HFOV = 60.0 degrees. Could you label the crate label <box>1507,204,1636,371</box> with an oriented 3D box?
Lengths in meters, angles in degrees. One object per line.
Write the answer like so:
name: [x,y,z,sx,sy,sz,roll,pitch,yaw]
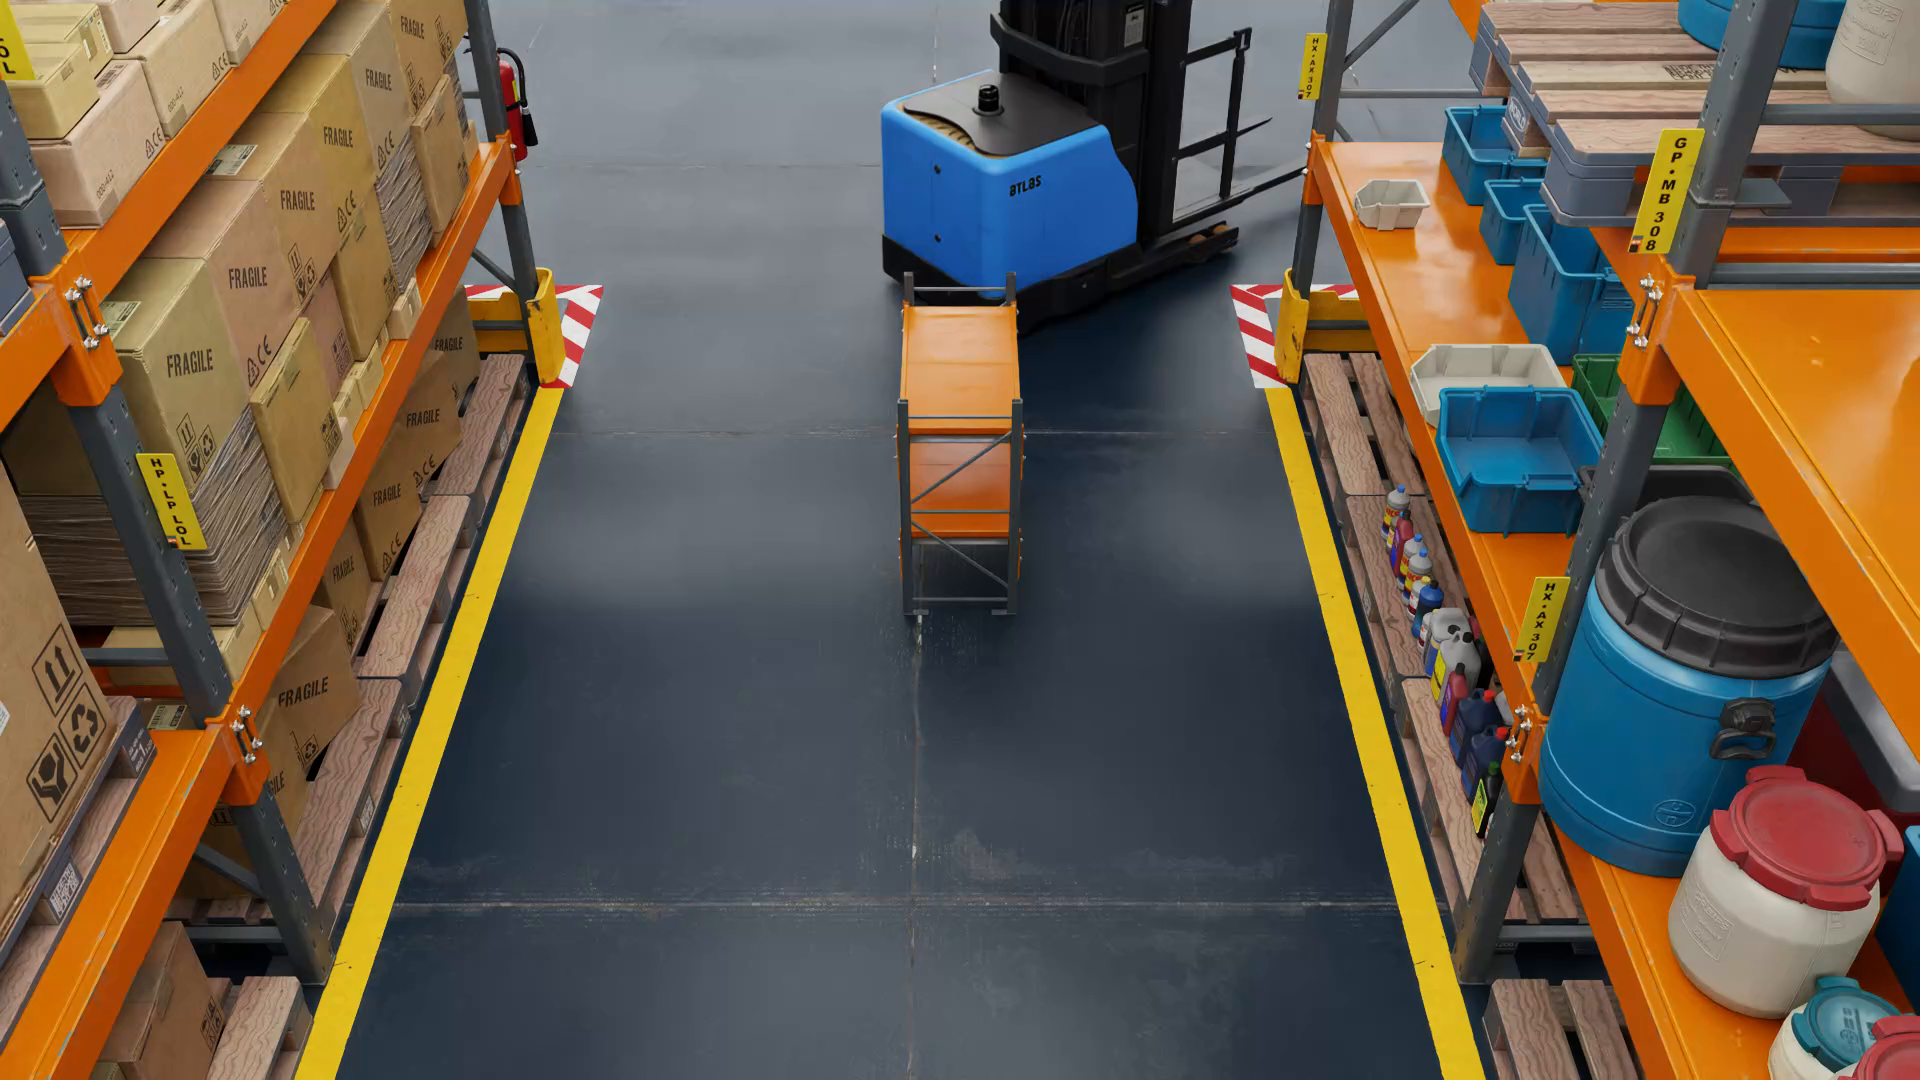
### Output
crate label: [2.509,-1.016,6.591,0.502,0.435,0.616,0,39,0]

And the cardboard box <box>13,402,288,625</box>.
cardboard box: [-2.651,-0.085,5.139,0.875,0.500,0.500,0,39,0]

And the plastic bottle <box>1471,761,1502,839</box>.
plastic bottle: [1.910,0.936,6.004,0.061,0.283,0.133,2,39,2]

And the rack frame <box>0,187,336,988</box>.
rack frame: [-2.712,0.352,4.912,1.000,3.000,0.127,0,39,0]

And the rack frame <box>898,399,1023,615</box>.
rack frame: [0.001,-0.117,6.996,0.500,1.125,0.032,0,39,0]

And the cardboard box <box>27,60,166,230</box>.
cardboard box: [-2.457,-1.042,4.373,0.500,0.250,0.500,-1,39,-2]

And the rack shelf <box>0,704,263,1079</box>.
rack shelf: [-2.710,1.883,3.577,1.077,0.370,4.000,0,39,0]

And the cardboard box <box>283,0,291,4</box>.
cardboard box: [-2.461,-2.013,5.585,0.500,0.250,0.500,-1,39,-1]

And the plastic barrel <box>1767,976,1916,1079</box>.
plastic barrel: [2.089,1.230,3.927,0.301,0.262,0.301,0,39,0]

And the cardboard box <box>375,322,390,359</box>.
cardboard box: [-2.473,-0.779,6.524,0.380,0.149,0.250,0,39,0]

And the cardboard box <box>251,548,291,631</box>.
cardboard box: [-2.399,0.159,5.354,0.380,0.149,0.250,0,39,0]

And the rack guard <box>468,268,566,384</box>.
rack guard: [-2.717,-1.127,8.756,1.175,0.500,0.348,0,39,0]

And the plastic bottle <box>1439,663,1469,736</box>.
plastic bottle: [1.910,0.612,6.408,0.061,0.283,0.133,2,39,3]

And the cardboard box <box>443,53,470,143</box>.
cardboard box: [-2.744,-1.961,7.480,0.875,0.500,0.500,0,39,0]

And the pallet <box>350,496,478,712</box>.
pallet: [-2.753,0.255,7.263,1.003,0.211,1.213,0,39,0]

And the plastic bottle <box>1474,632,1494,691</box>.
plastic bottle: [2.054,0.496,6.553,0.061,0.283,0.133,0,39,0]

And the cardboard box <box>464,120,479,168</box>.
cardboard box: [-2.510,-1.873,7.890,0.380,0.149,0.250,0,39,0]

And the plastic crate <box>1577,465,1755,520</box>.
plastic crate: [2.367,0.045,5.345,0.767,0.338,0.504,0,39,0]

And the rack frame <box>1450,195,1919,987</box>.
rack frame: [2.241,0.348,4.917,1.000,3.000,0.127,0,39,0]

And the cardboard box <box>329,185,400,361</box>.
cardboard box: [-2.677,-1.023,6.310,0.875,0.500,0.500,0,39,0]

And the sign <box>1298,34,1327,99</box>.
sign: [1.686,-2.263,7.954,0.100,0.325,0.005,0,39,0]

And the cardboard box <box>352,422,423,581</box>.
cardboard box: [-2.716,-0.182,7.242,0.500,0.500,0.500,3,39,4]

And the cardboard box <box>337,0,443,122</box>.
cardboard box: [-2.463,-2.038,6.778,0.500,0.500,0.500,0,39,0]

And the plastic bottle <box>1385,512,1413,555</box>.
plastic bottle: [1.927,-0.034,7.280,0.097,0.201,0.097,0,39,0]

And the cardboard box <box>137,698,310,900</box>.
cardboard box: [-2.673,0.913,5.875,0.500,0.500,0.500,-1,39,-1]

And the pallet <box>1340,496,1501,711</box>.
pallet: [2.277,0.252,7.267,1.003,0.211,1.213,0,39,0]

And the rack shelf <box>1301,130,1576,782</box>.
rack shelf: [2.238,-0.622,6.702,1.077,0.370,4.000,0,39,0]

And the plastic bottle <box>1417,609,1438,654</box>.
plastic bottle: [1.927,0.369,6.777,0.097,0.201,0.097,0,39,0]

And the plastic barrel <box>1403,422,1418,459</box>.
plastic barrel: [2.314,-0.621,7.780,0.421,0.512,0.421,0,39,0]

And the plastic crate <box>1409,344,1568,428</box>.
plastic crate: [1.985,-0.564,6.266,0.530,0.136,0.437,0,39,0]

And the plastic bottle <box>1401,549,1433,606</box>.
plastic bottle: [1.927,0.151,6.993,0.097,0.271,0.097,0,39,0]

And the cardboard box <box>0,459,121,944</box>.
cardboard box: [-2.851,0.451,3.973,1.000,1.000,1.000,0,39,0]

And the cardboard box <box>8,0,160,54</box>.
cardboard box: [-2.452,-1.456,4.571,0.380,0.149,0.250,0,39,0]

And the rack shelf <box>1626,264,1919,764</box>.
rack shelf: [2.243,0.709,2.643,1.077,0.370,4.000,0,39,0]

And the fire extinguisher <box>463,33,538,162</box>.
fire extinguisher: [-2.256,-2.191,8.148,0.296,0.674,0.183,0,39,0]

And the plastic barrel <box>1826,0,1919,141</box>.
plastic barrel: [2.437,-1.299,4.149,0.421,0.512,0.421,0,39,0]

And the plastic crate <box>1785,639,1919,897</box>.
plastic crate: [2.547,0.626,4.519,0.402,0.464,0.583,0,39,0]

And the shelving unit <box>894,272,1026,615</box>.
shelving unit: [0.000,-0.435,7.393,0.538,1.125,1.048,0,39,0]

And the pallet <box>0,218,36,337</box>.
pallet: [-2.818,-0.359,3.551,1.213,0.211,1.003,0,39,0]

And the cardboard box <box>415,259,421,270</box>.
cardboard box: [-2.515,-1.248,7.110,0.380,0.149,0.250,0,39,0]

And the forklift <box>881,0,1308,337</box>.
forklift: [1.023,-3.000,9.150,3.031,2.935,1.130,-26,46,-29]

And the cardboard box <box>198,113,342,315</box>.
cardboard box: [-2.461,-1.100,5.607,0.500,0.500,0.500,0,39,0]

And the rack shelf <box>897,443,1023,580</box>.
rack shelf: [0.000,-0.244,7.546,0.538,0.278,1.000,0,39,0]

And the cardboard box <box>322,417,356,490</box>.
cardboard box: [-2.396,-0.310,5.939,0.380,0.149,0.250,0,39,0]
